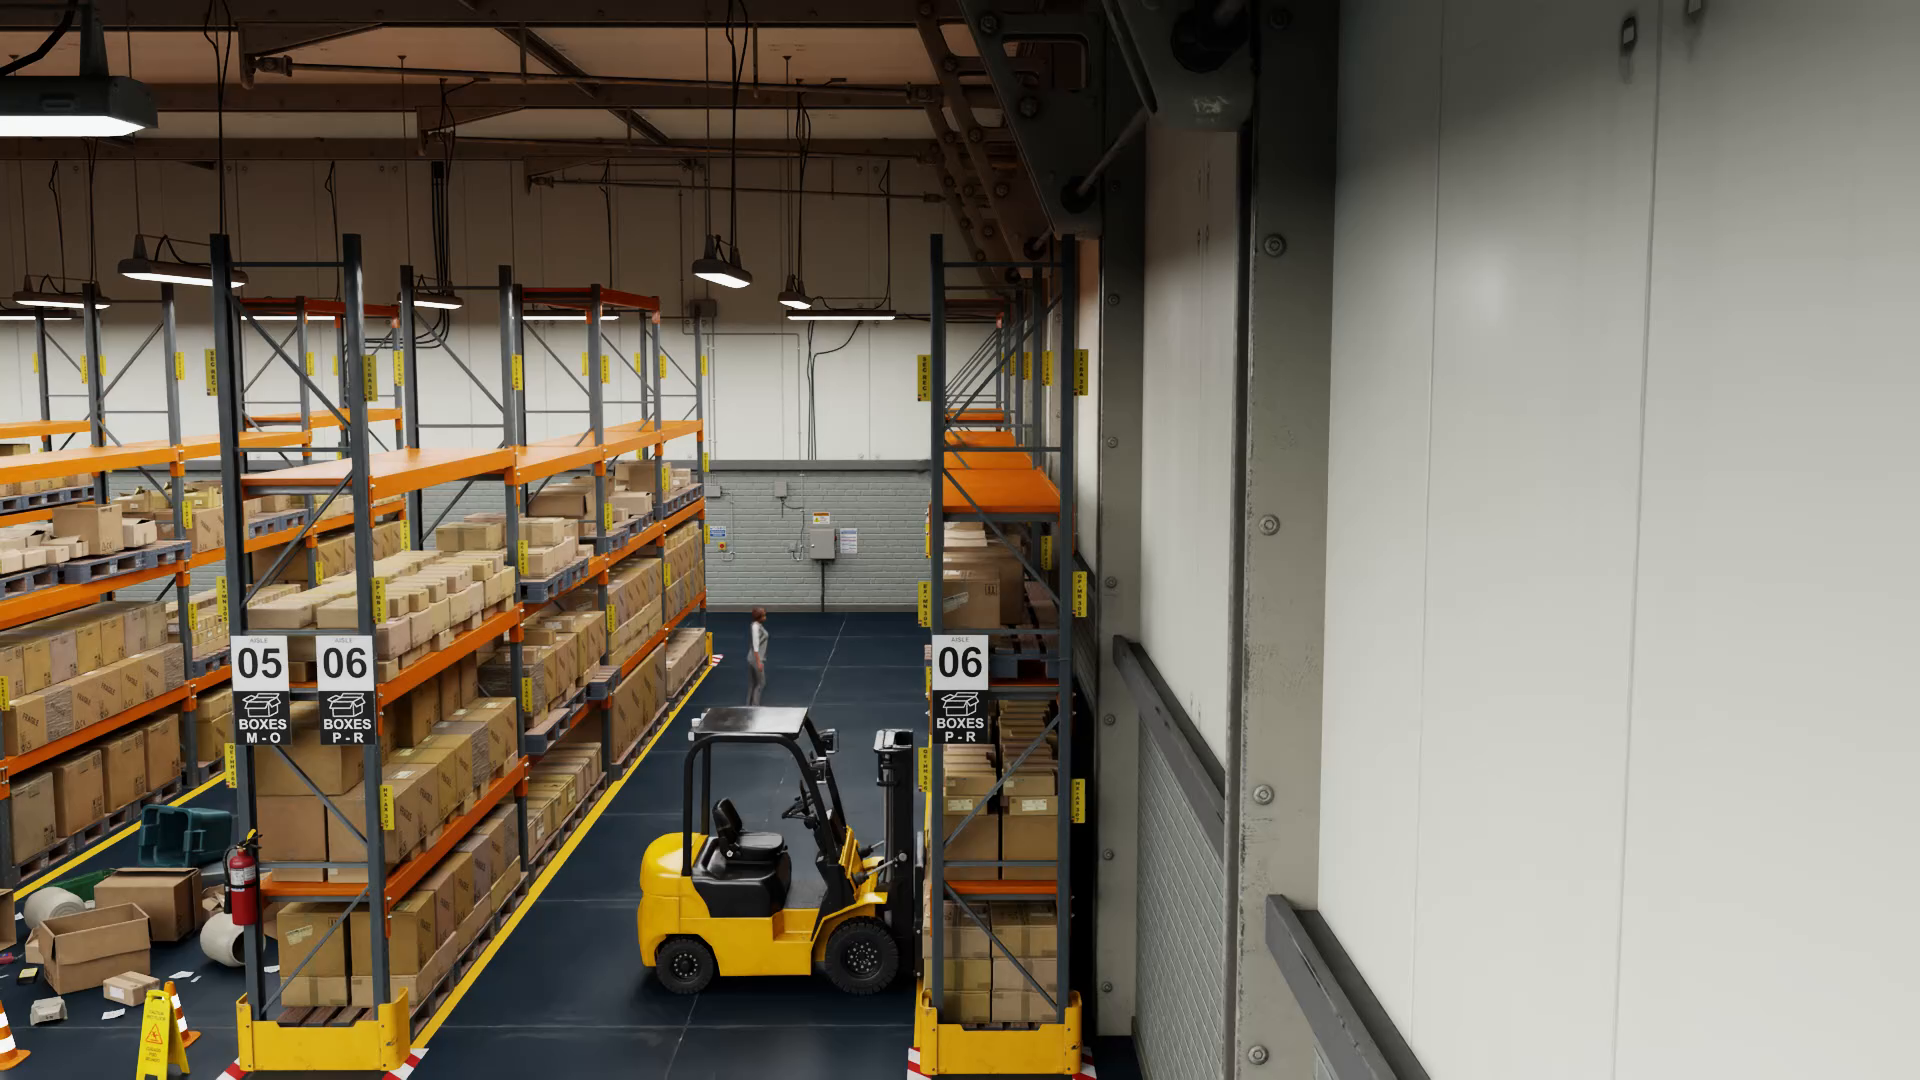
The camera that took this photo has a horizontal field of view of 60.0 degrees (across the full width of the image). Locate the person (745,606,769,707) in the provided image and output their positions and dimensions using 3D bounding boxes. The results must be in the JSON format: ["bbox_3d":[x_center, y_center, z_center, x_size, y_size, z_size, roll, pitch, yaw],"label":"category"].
[{"bbox_3d":[-2.895,1.760,23.703,0.354,1.630,0.530,-1,6,-8],"label":"person"}]
